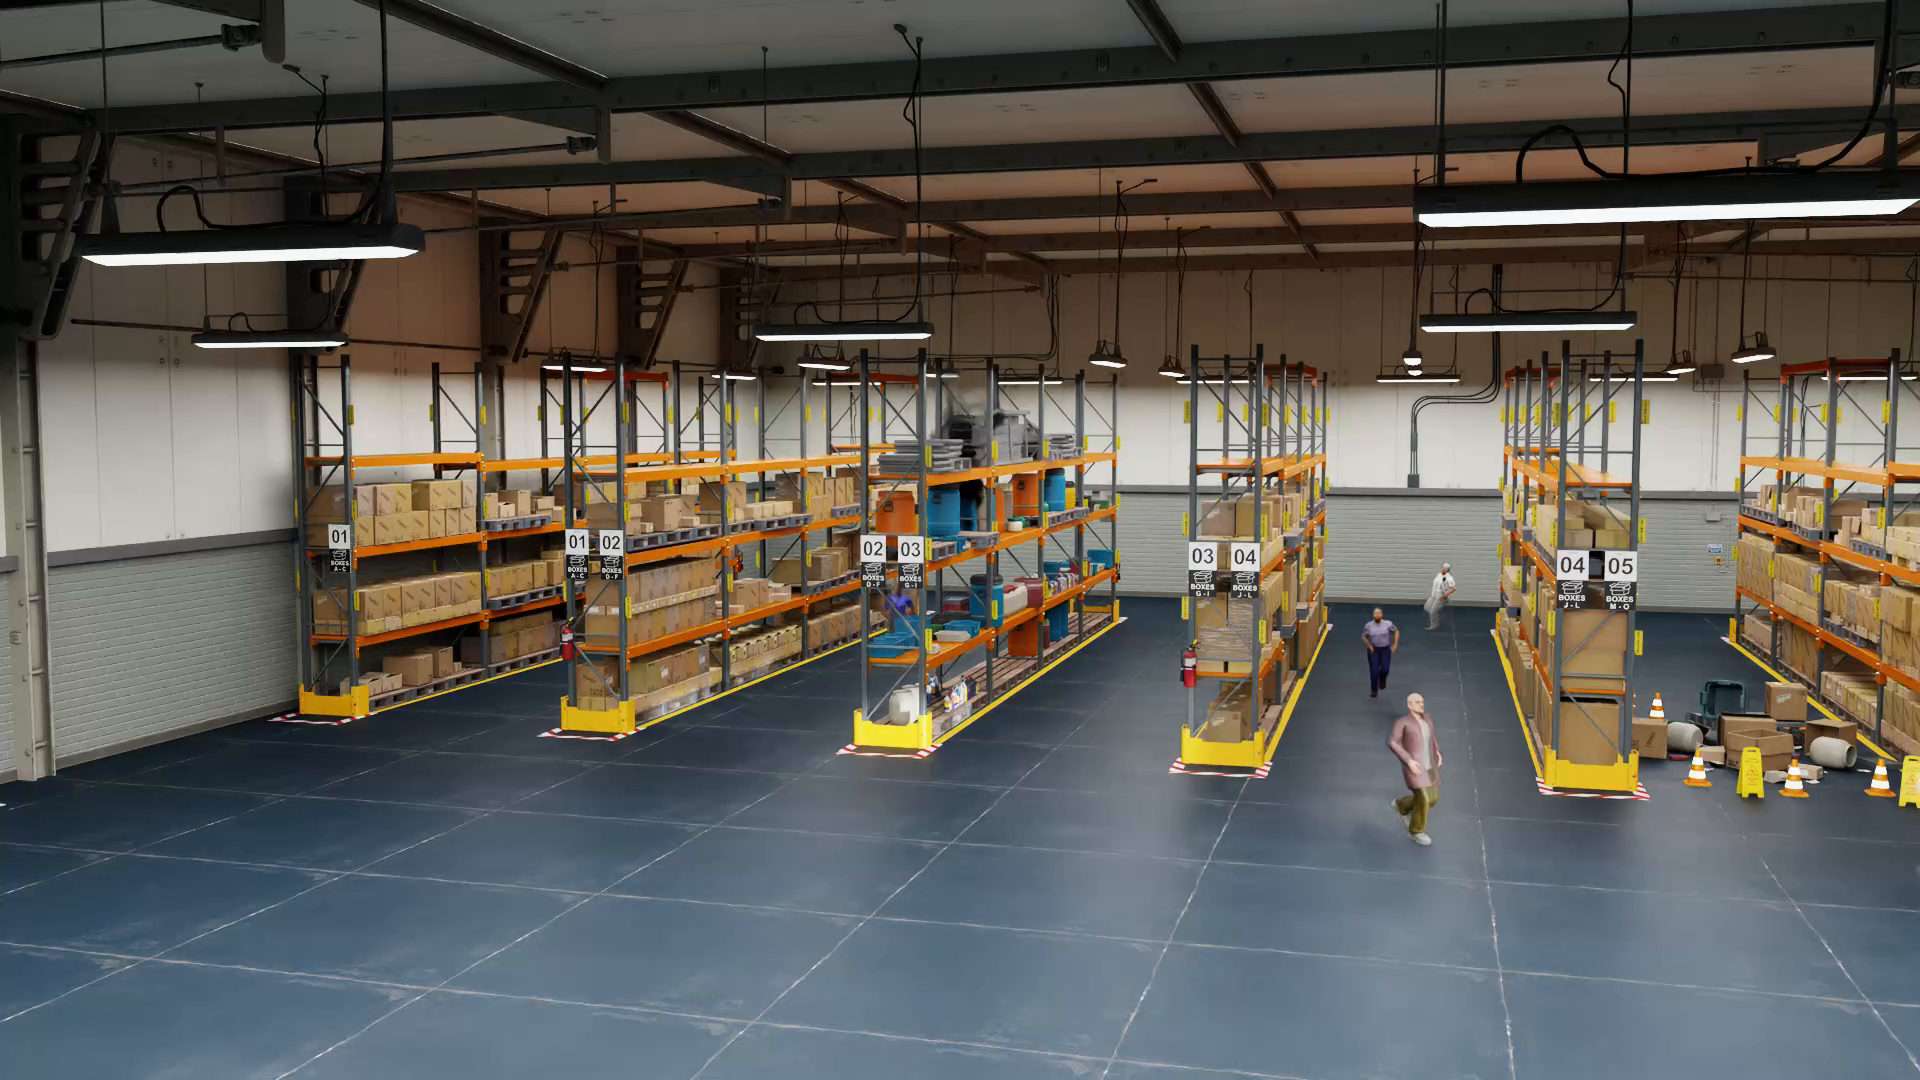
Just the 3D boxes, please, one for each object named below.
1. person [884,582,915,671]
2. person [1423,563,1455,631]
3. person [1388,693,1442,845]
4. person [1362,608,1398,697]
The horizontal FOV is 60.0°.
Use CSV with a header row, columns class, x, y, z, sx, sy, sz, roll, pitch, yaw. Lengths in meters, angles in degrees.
class,x,y,z,sx,sy,sz,roll,pitch,yaw
person,-1.167,1.627,31.677,0.579,1.649,0.851,0,4,5
person,11.079,1.329,38.530,0.501,1.563,0.689,-2,5,-23
person,5.350,2.671,19.619,0.707,1.750,0.639,-3,5,-31
person,7.439,2.000,29.481,0.631,1.605,0.605,1,4,15
